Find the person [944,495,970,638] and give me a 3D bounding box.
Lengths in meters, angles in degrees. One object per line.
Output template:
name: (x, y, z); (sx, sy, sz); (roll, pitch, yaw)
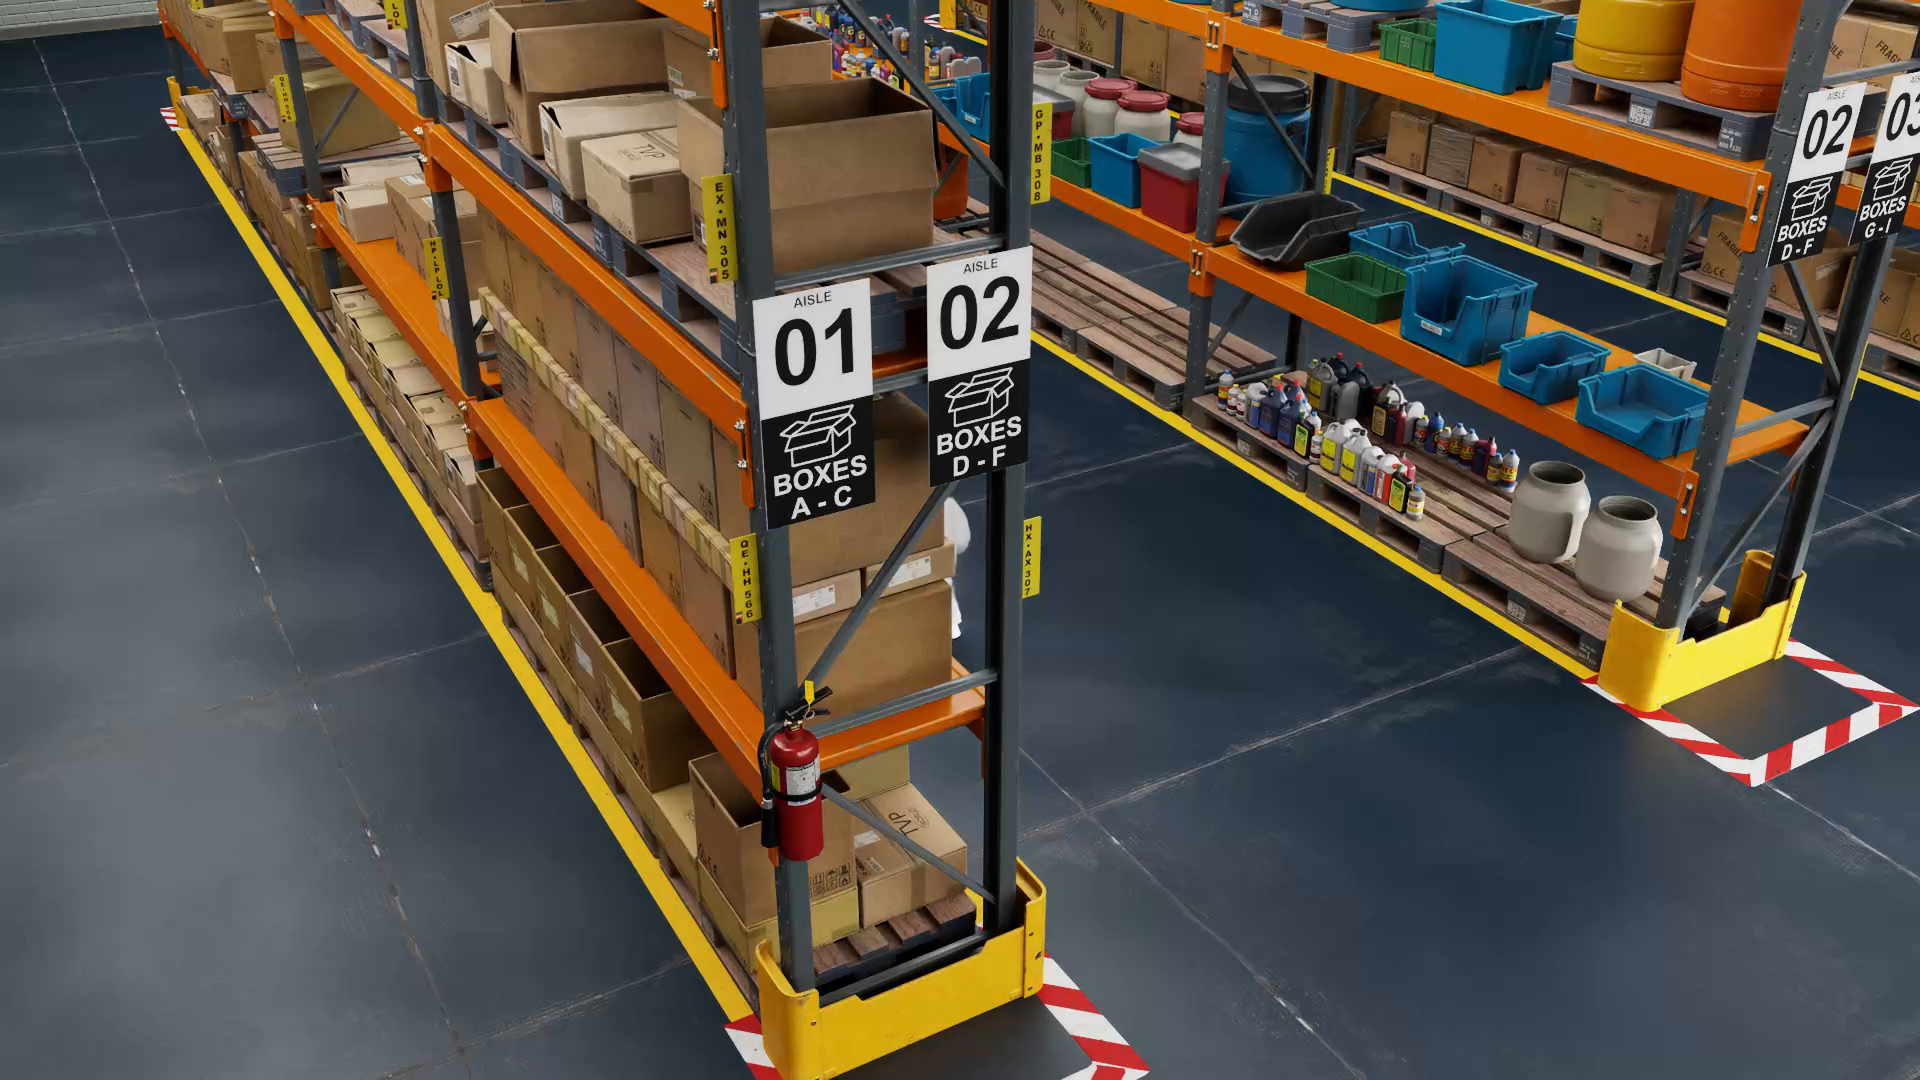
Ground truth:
person: (-0.286, 0.031, 9.225); (0.475, 0.973, 0.865); (-18, 34, -29)
